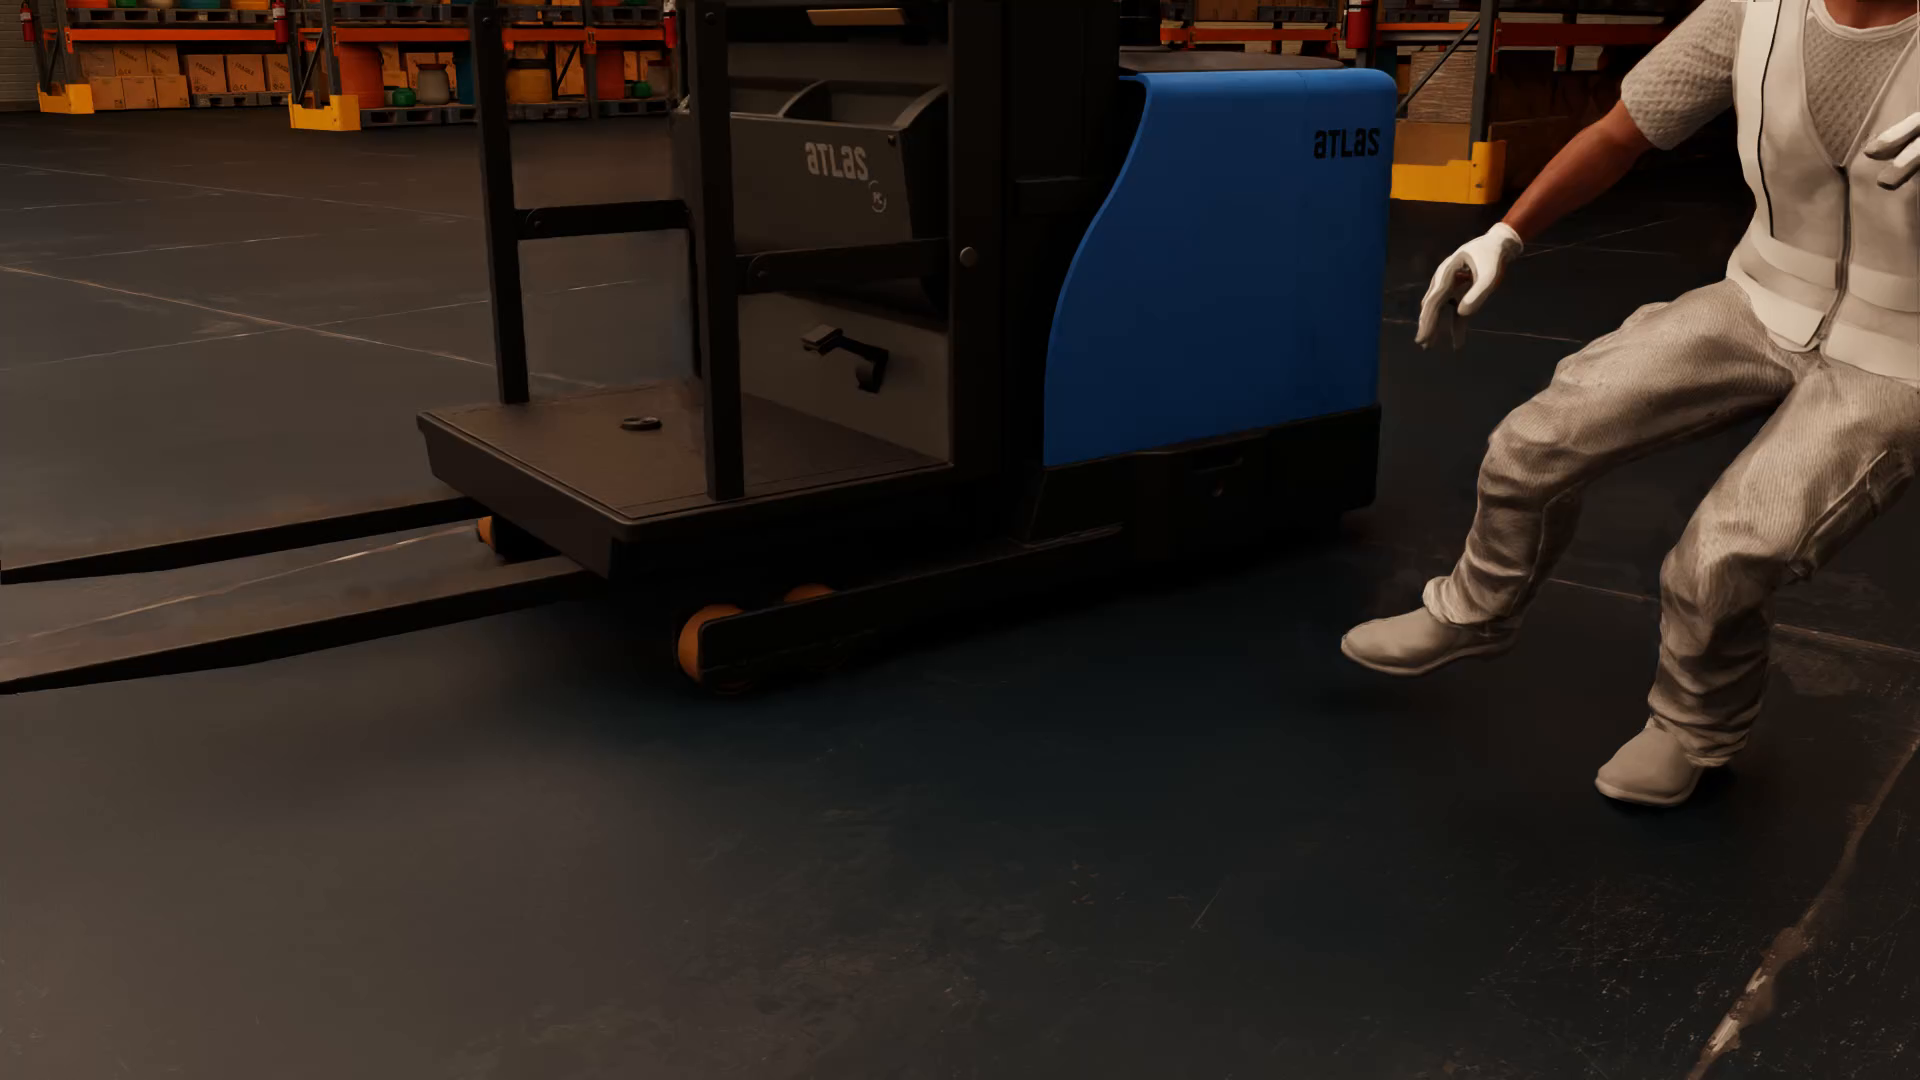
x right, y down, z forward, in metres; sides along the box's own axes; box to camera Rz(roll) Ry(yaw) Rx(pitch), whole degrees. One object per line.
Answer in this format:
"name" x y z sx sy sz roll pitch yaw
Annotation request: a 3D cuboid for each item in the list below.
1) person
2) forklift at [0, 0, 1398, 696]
"person" 1.005 -0.287 2.283 0.952 1.525 1.171 -13 21 -36
"forklift" -0.491 -1.294 3.158 3.031 2.935 1.130 -12 21 -34
